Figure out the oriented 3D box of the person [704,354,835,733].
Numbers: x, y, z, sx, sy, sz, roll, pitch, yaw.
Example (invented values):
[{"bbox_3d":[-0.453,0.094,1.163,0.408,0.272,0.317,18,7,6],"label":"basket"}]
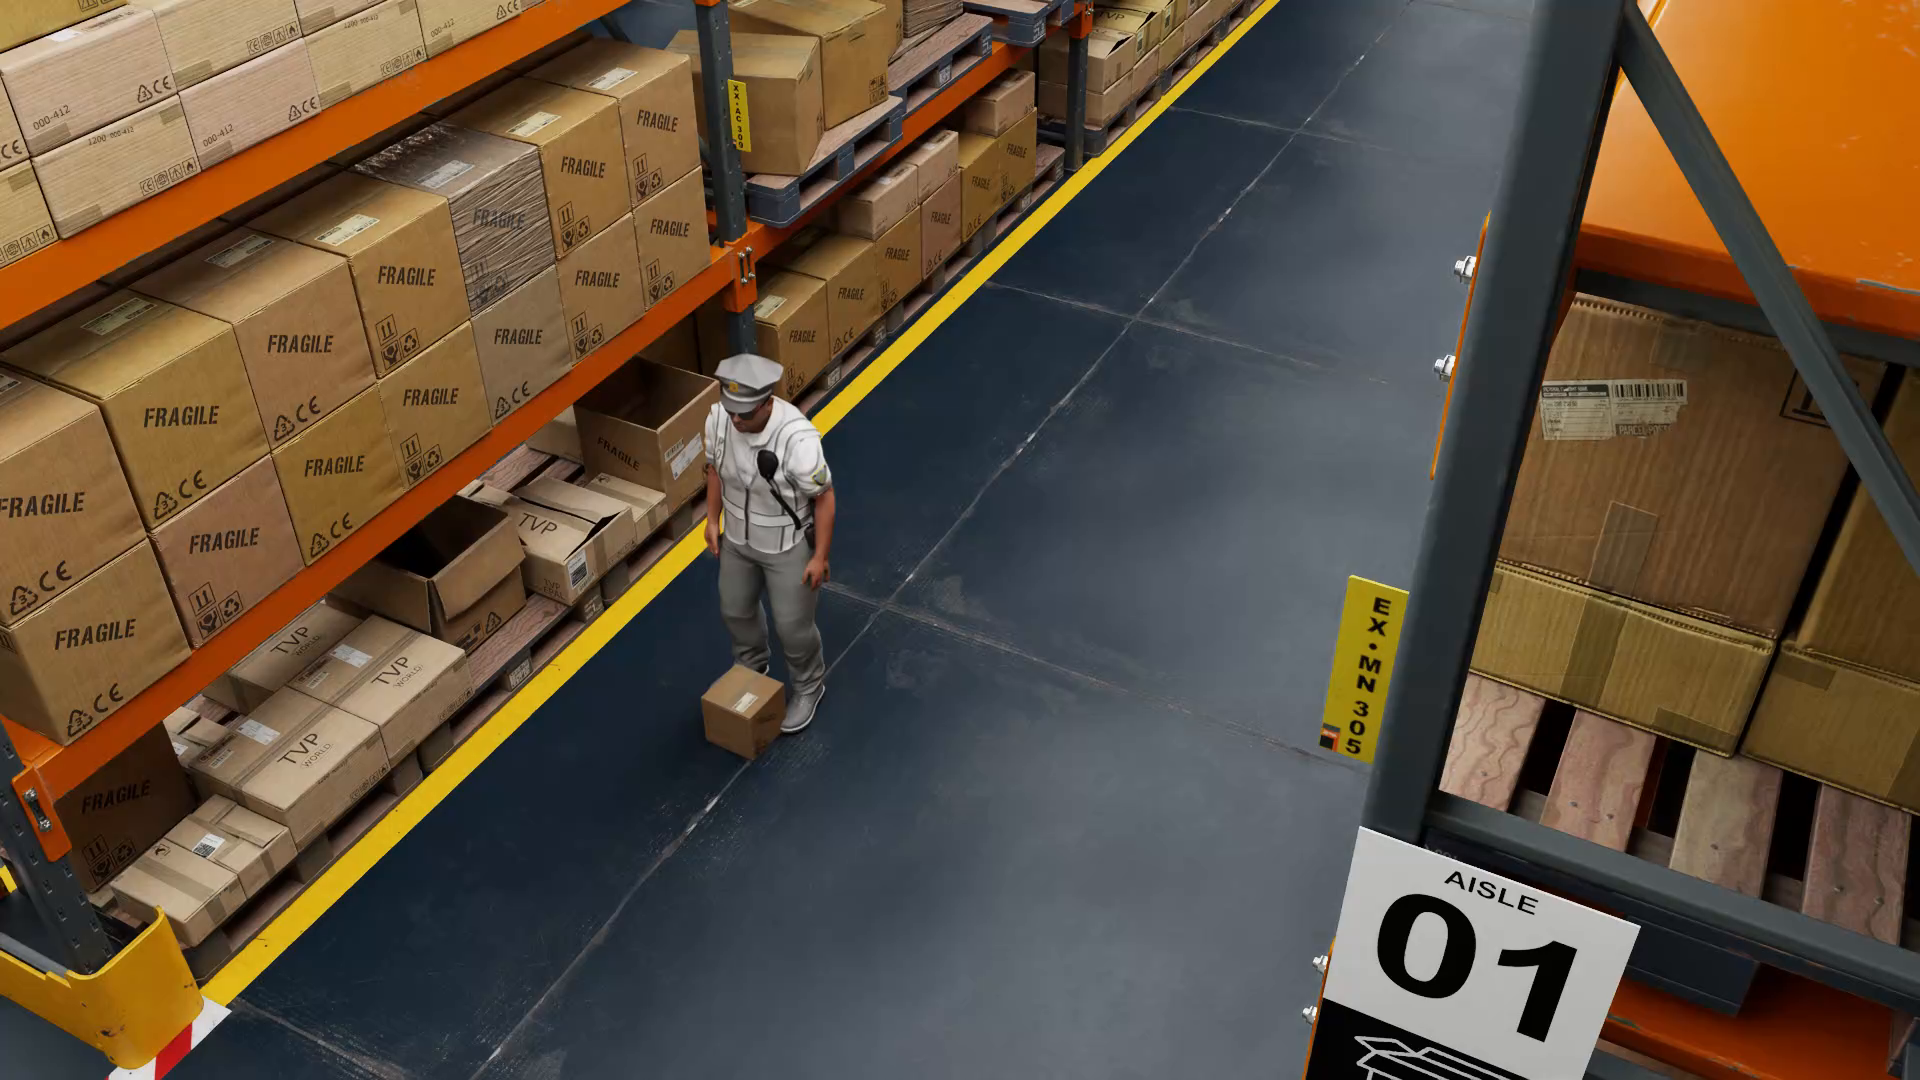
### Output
[{"bbox_3d":[-0.772,-0.015,6.764,0.590,1.746,0.436,18,41,22],"label":"person"}]
